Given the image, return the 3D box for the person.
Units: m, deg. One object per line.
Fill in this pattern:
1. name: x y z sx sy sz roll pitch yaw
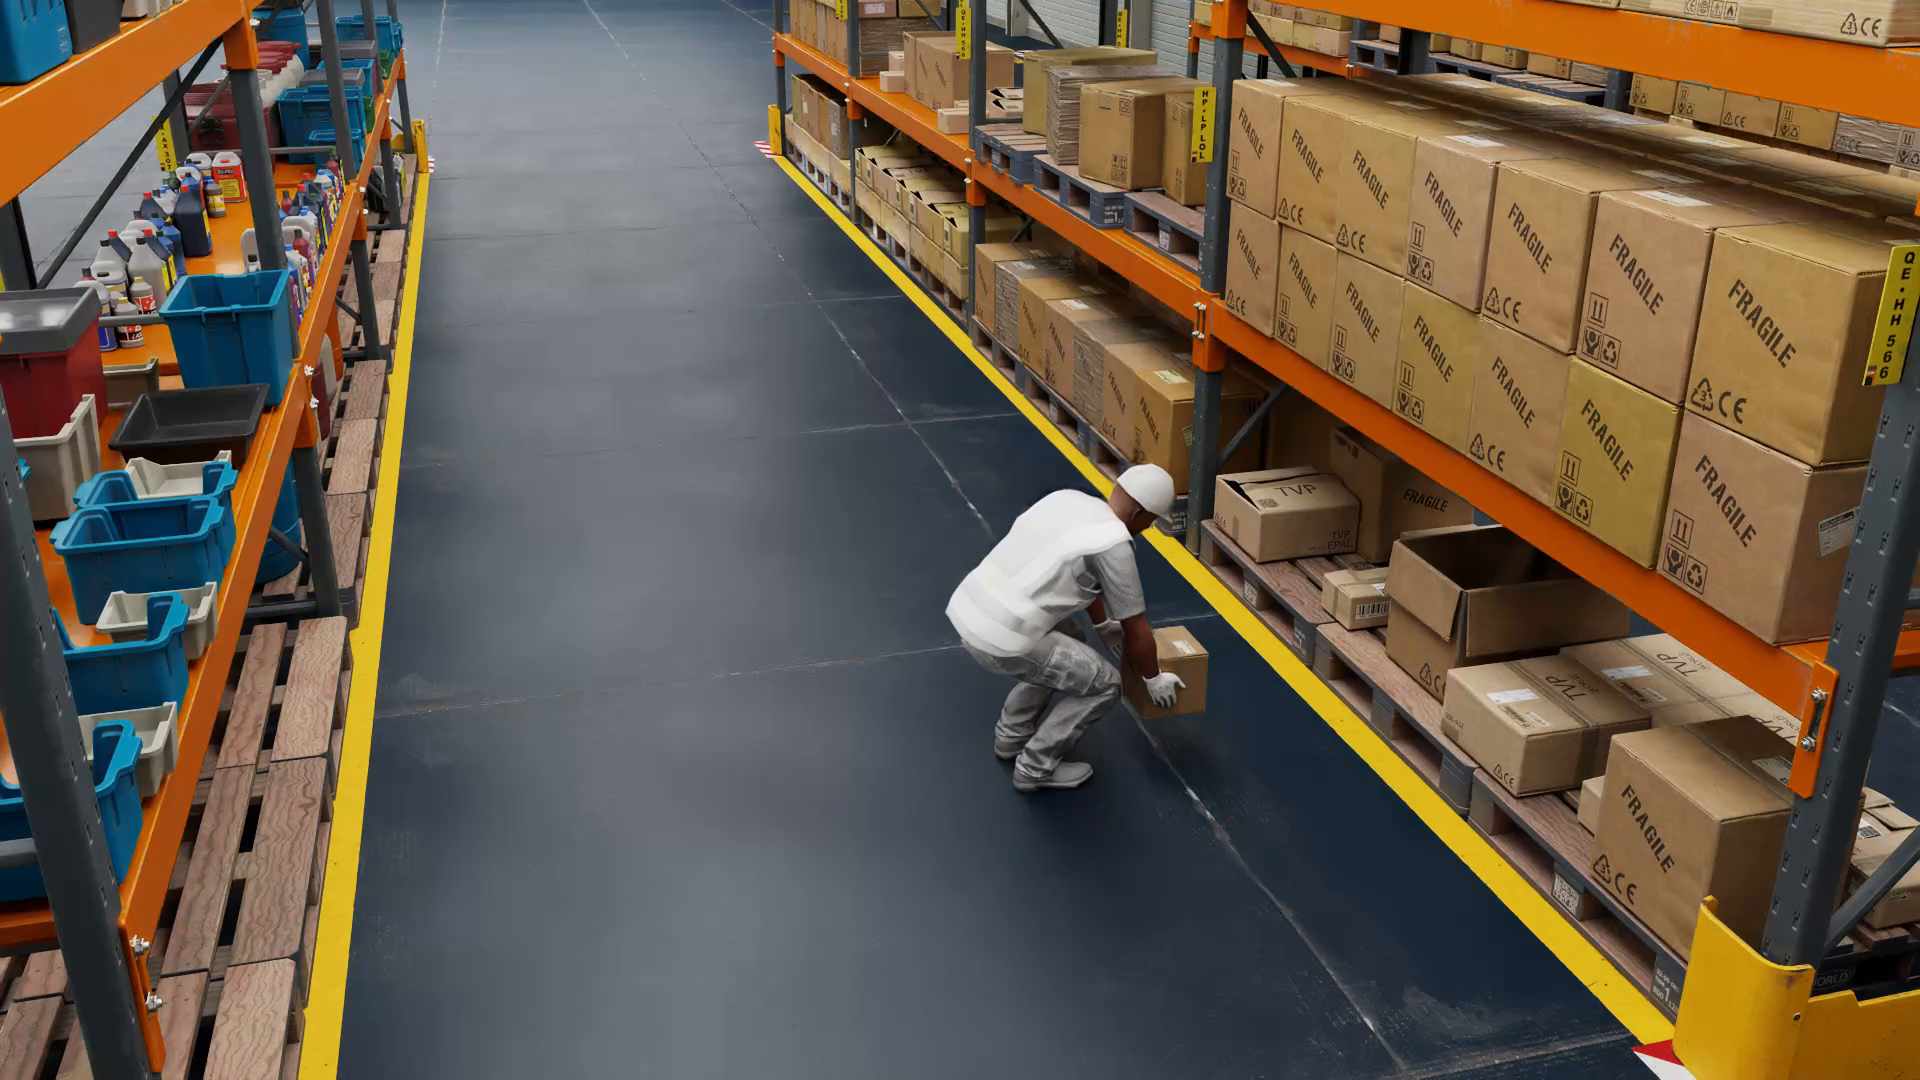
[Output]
1. person: 0.373 0.299 6.169 0.858 1.157 0.593 -6 24 -14
